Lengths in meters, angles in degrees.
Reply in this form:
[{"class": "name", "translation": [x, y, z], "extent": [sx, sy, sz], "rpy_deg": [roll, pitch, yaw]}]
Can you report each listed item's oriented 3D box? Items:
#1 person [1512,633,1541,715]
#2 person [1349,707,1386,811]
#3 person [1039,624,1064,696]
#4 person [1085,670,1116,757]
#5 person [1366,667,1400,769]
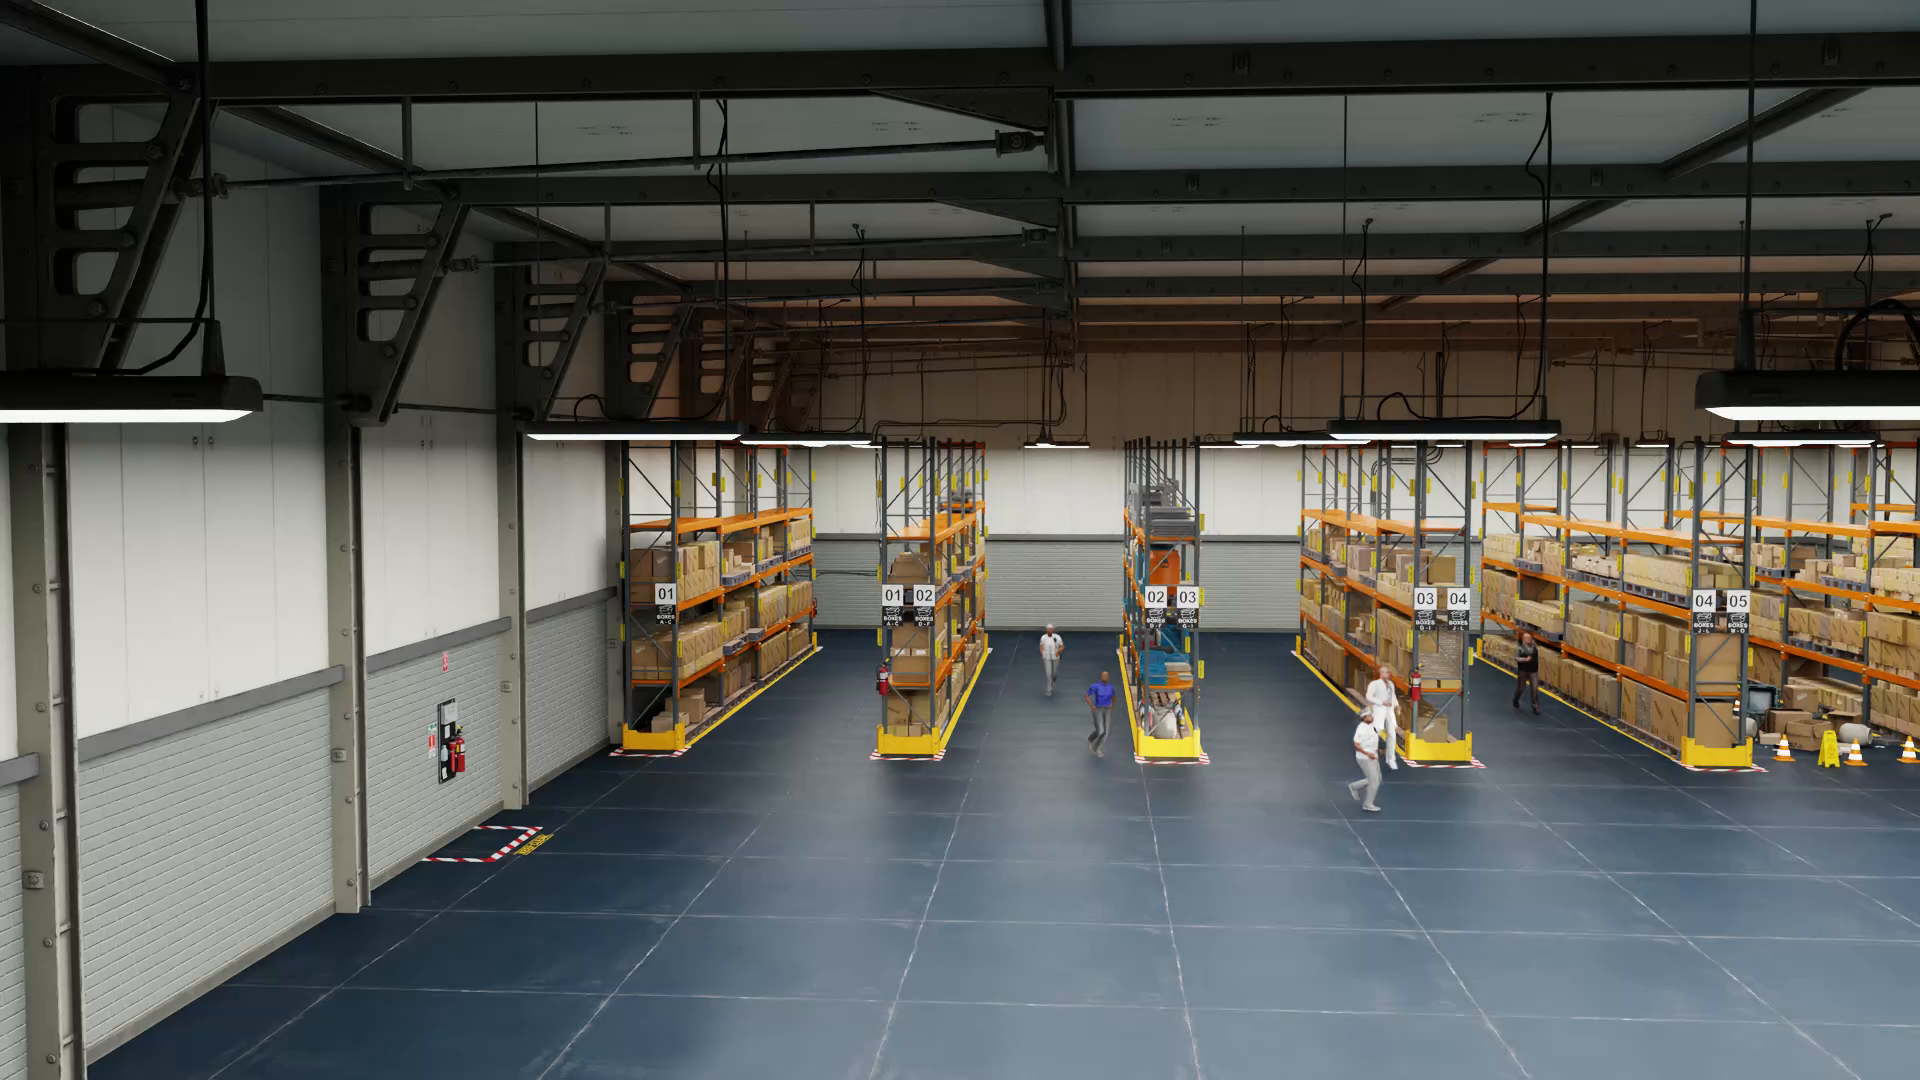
[{"class": "person", "translation": [12.414, 2.899, 36.362], "extent": [0.660, 1.713, 0.954], "rpy_deg": [0, 3, -5]}, {"class": "person", "translation": [6.467, 3.477, 26.551], "extent": [0.573, 1.658, 0.616], "rpy_deg": [2, 4, 34]}, {"class": "person", "translation": [2.157, 2.810, 39.161], "extent": [0.598, 1.676, 0.714], "rpy_deg": [0, 3, 6]}, {"class": "person", "translation": [2.676, 3.302, 31.274], "extent": [0.610, 1.522, 0.509], "rpy_deg": [-1, 3, -20]}, {"class": "person", "translation": [7.729, 3.204, 30.274], "extent": [0.762, 1.781, 1.010], "rpy_deg": [-1, 3, -22]}]
